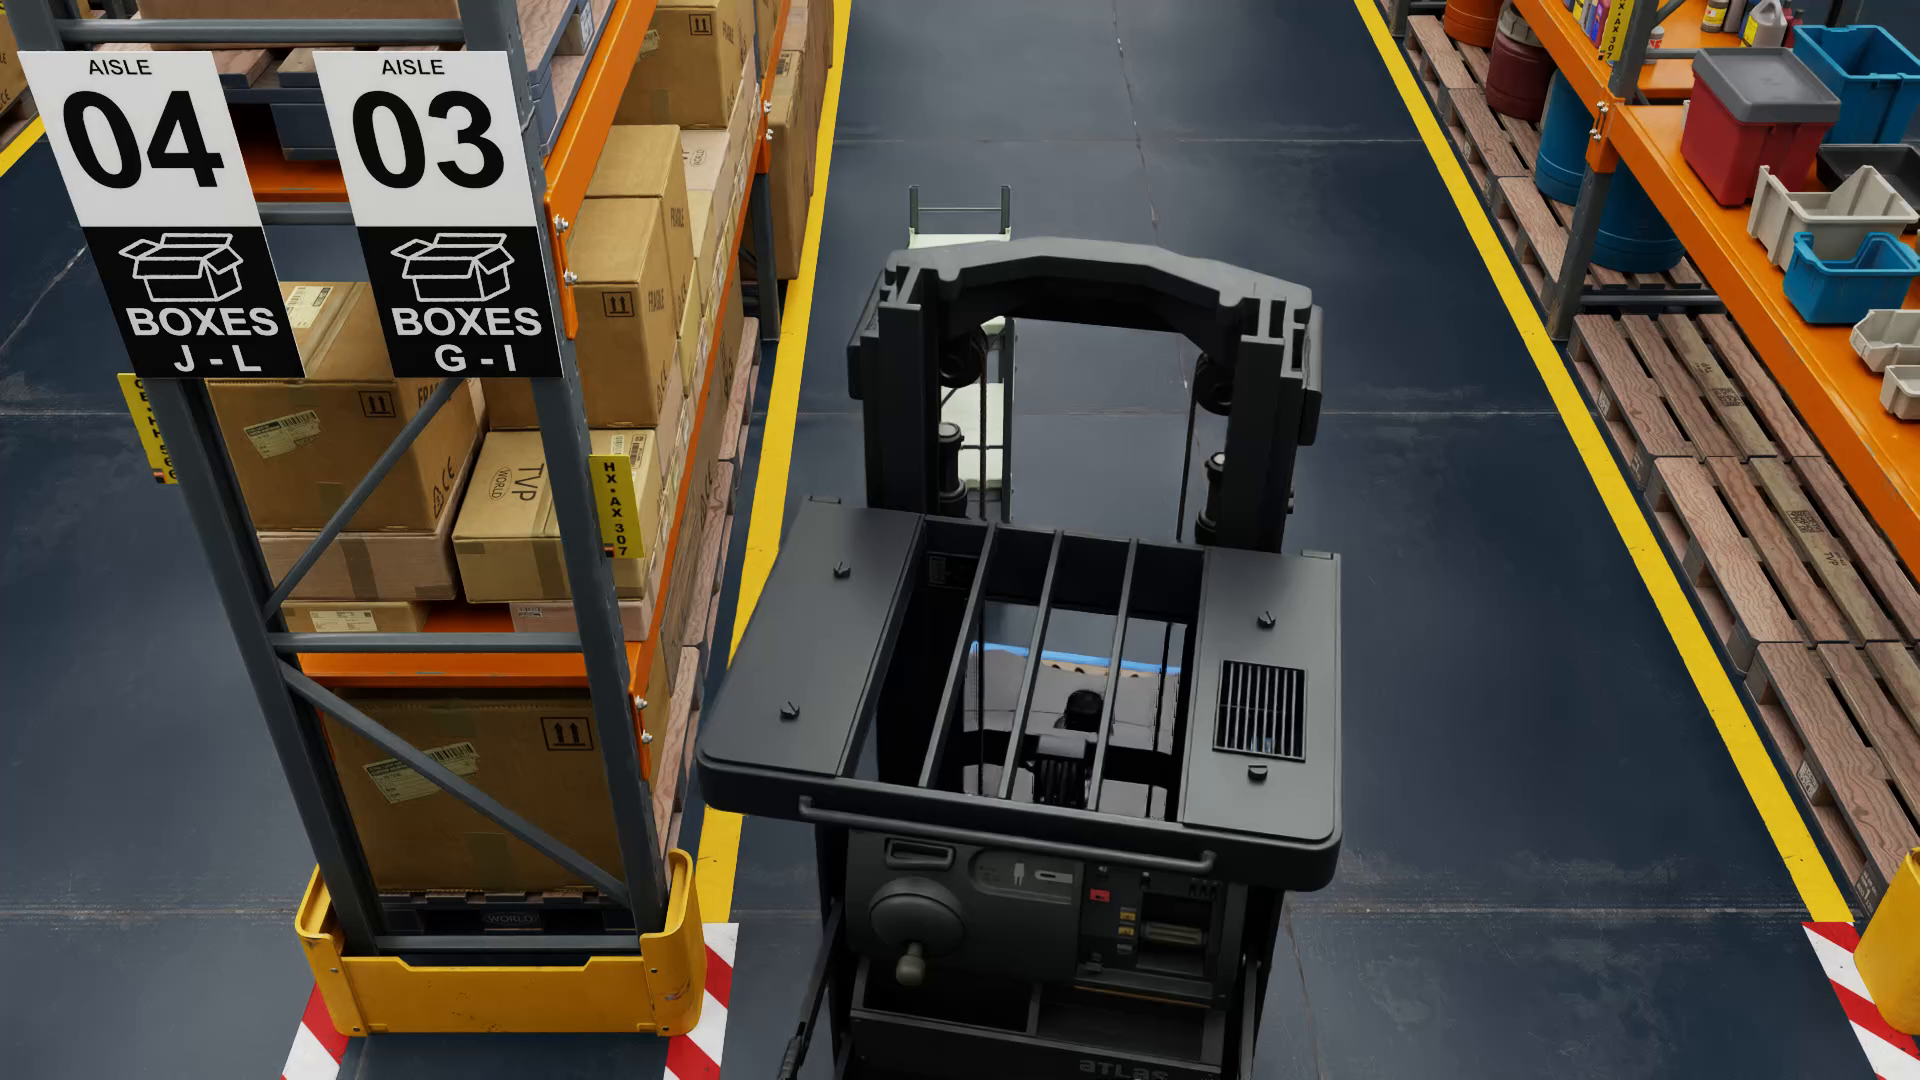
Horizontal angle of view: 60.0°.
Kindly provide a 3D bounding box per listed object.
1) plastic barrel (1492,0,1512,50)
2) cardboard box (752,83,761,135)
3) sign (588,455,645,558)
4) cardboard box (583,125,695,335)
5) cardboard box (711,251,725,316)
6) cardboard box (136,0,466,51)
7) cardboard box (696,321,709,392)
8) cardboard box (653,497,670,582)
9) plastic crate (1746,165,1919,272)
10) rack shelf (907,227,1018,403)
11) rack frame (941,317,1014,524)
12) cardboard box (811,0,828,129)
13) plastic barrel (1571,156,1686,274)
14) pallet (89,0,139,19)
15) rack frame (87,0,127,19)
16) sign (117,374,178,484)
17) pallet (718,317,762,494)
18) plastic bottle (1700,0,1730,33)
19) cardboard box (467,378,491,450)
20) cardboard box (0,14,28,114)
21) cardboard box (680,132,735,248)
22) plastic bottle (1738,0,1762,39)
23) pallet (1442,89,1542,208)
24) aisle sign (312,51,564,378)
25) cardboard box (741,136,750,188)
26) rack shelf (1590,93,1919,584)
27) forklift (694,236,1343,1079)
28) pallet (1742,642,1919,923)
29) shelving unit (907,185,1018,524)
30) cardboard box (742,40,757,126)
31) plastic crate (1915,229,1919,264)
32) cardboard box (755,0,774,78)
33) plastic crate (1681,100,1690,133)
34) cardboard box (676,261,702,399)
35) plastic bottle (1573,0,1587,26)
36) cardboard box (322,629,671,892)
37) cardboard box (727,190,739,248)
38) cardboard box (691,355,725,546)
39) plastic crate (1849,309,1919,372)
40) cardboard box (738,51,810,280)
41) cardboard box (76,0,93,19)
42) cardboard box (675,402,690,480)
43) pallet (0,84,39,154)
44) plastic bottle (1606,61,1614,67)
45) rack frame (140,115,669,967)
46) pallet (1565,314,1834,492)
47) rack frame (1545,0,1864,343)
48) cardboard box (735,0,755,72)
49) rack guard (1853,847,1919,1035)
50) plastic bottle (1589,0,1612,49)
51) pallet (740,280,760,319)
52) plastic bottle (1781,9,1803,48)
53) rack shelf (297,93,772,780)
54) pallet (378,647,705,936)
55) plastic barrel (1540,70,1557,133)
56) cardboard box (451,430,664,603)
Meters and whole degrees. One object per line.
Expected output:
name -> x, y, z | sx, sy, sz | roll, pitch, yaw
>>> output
plastic barrel -> 3.631, -3.257, 10.569 | 0.421, 0.512, 0.421 | 0, 39, 0
cardboard box -> -1.097, -1.929, 7.460 | 0.380, 0.149, 0.250 | 0, 39, 0
sign -> -0.866, -0.082, 4.198 | 0.100, 0.325, 0.005 | 0, 39, 0
cardboard box -> -1.158, -1.004, 5.386 | 0.500, 0.500, 0.500 | -1, 39, -1
cardboard box -> -1.096, -0.967, 6.258 | 0.380, 0.149, 0.250 | 1, 39, 1
cardboard box -> -1.475, -1.454, 3.771 | 0.700, 0.500, 0.500 | -2, 39, -3
cardboard box -> -1.095, -0.645, 5.857 | 0.380, 0.149, 0.250 | 0, 39, -1
cardboard box -> -1.093, -0.001, 5.054 | 0.380, 0.149, 0.250 | -1, 39, -1
plastic crate -> 3.345, -1.244, 6.450 | 0.437, 0.282, 0.530 | 0, 39, 0
rack shelf -> 0.000, -0.894, 6.542 | 0.431, 0.370, 0.720 | 0, 39, 0
rack frame -> 0.000, -0.361, 6.501 | 0.400, 1.500, 0.023 | 0, 39, 0
cardboard box -> -1.456, -3.065, 10.039 | 1.225, 0.875, 0.875 | 0, 39, 0
plastic barrel -> 3.544, -1.907, 8.573 | 0.600, 0.901, 0.708 | 0, 39, 0
pallet -> -6.315, -4.184, 12.302 | 1.003, 0.211, 1.213 | 0, 39, 0
rack frame -> -6.390, -4.779, 10.815 | 1.000, 3.000, 0.127 | 0, 39, 0
sign -> -1.963, -0.269, 4.072 | 0.100, 0.325, 0.005 | 0, 39, 0
pallet -> -1.502, -0.654, 7.897 | 1.003, 0.211, 1.213 | 0, 39, 0
plastic bottle -> 3.783, -2.651, 8.318 | 0.097, 0.201, 0.097 | 0, 39, 0
cardboard box -> -1.686, -0.394, 5.225 | 0.500, 0.250, 0.500 | -1, 39, -1
cardboard box -> -6.114, -2.901, 10.134 | 0.500, 0.500, 0.500 | -2, 39, -2
cardboard box -> -1.158, -1.357, 6.426 | 0.500, 0.250, 0.500 | 1, 39, 1
plastic bottle -> 3.935, -2.617, 8.220 | 0.097, 0.271, 0.097 | 0, 39, 0
pallet -> 3.564, -2.381, 10.052 | 1.003, 0.211, 1.213 | 0, 39, 0
aisle sign -> -1.120, -0.686, 3.629 | 0.394, 0.787, 0.004 | 0, 39, 0
cardboard box -> -1.097, -1.608, 7.059 | 0.380, 0.149, 0.250 | -1, 39, -1
rack shelf -> 3.530, -0.690, 6.288 | 1.077, 0.370, 4.000 | 0, 39, 0
forklift -> 0.157, 0.954, 3.715 | 1.130, 2.935, 3.031 | 6, 39, 8
pallet -> 3.570, 0.852, 6.018 | 1.003, 0.211, 1.213 | 0, 39, 0
shelving unit -> 0.000, -0.589, 6.786 | 0.431, 1.500, 0.755 | 0, 39, 0
cardboard box -> -1.162, -1.999, 7.228 | 0.500, 0.250, 0.500 | -1, 39, -1
plastic crate -> 3.830, -1.053, 6.328 | 0.293, 0.136, 0.466 | 0, 39, 0
cardboard box -> -1.176, -2.545, 7.947 | 0.500, 0.500, 0.500 | 0, 39, 0
plastic crate -> 3.385, -1.851, 7.324 | 0.396, 0.136, 0.243 | 0, 39, 0
cardboard box -> -1.155, -0.714, 5.624 | 0.500, 0.250, 0.500 | -1, 39, -2
plastic bottle -> 3.200, -2.777, 8.356 | 0.144, 0.351, 0.185 | 0, 39, 0
cardboard box -> -1.501, 0.549, 5.530 | 0.875, 0.875, 0.875 | 0, 39, 0
cardboard box -> -1.096, -1.286, 6.657 | 0.380, 0.149, 0.250 | 1, 39, 1
cardboard box -> -1.503, -0.577, 6.935 | 0.875, 0.875, 0.875 | 0, 39, 0
plastic crate -> 3.321, -0.691, 5.876 | 0.298, 0.136, 0.250 | 0, 39, 0
cardboard box -> -1.446, -1.953, 8.651 | 1.225, 0.875, 0.875 | 0, 39, 0
cardboard box -> -6.128, -3.556, 10.952 | 0.500, 0.500, 0.500 | 0, 39, 0
cardboard box -> -1.095, -0.324, 5.457 | 0.380, 0.149, 0.250 | -1, 39, -1
pallet -> -6.392, -2.441, 10.127 | 1.003, 0.211, 1.213 | 0, 39, 0
plastic bottle -> 3.204, -2.419, 7.969 | 0.152, 0.276, 0.135 | 0, 39, 0
rack frame -> -1.421, 0.284, 4.498 | 1.000, 3.000, 0.127 | 0, 39, 0
pallet -> 3.567, -0.673, 7.922 | 1.003, 0.211, 1.213 | 0, 39, 0
rack frame -> 3.528, -2.221, 7.623 | 1.000, 3.000, 0.127 | 0, 39, 0
cardboard box -> -1.157, -2.281, 6.980 | 0.500, 0.500, 0.500 | 1, 39, 1
rack guard -> 3.545, 1.270, 5.265 | 1.175, 0.500, 0.348 | 0, 39, 0
plastic bottle -> 3.158, -2.567, 8.148 | 0.061, 0.283, 0.133 | 0, 39, 0
pallet -> -1.501, -1.612, 9.093 | 1.003, 0.211, 1.213 | 0, 39, 0
plastic bottle -> 3.954, -2.405, 7.946 | 0.061, 0.283, 0.133 | 0, 39, 0
rack shelf -> -1.423, -0.686, 6.283 | 1.077, 0.370, 4.000 | 0, 39, 0
pallet -> -1.500, 0.872, 5.993 | 1.003, 0.211, 1.213 | 0, 39, 0
plastic barrel -> 3.632, -2.551, 9.688 | 0.421, 0.512, 0.421 | 0, 39, 0
cardboard box -> -1.151, -0.074, 4.826 | 0.500, 0.250, 0.500 | -1, 39, -1
